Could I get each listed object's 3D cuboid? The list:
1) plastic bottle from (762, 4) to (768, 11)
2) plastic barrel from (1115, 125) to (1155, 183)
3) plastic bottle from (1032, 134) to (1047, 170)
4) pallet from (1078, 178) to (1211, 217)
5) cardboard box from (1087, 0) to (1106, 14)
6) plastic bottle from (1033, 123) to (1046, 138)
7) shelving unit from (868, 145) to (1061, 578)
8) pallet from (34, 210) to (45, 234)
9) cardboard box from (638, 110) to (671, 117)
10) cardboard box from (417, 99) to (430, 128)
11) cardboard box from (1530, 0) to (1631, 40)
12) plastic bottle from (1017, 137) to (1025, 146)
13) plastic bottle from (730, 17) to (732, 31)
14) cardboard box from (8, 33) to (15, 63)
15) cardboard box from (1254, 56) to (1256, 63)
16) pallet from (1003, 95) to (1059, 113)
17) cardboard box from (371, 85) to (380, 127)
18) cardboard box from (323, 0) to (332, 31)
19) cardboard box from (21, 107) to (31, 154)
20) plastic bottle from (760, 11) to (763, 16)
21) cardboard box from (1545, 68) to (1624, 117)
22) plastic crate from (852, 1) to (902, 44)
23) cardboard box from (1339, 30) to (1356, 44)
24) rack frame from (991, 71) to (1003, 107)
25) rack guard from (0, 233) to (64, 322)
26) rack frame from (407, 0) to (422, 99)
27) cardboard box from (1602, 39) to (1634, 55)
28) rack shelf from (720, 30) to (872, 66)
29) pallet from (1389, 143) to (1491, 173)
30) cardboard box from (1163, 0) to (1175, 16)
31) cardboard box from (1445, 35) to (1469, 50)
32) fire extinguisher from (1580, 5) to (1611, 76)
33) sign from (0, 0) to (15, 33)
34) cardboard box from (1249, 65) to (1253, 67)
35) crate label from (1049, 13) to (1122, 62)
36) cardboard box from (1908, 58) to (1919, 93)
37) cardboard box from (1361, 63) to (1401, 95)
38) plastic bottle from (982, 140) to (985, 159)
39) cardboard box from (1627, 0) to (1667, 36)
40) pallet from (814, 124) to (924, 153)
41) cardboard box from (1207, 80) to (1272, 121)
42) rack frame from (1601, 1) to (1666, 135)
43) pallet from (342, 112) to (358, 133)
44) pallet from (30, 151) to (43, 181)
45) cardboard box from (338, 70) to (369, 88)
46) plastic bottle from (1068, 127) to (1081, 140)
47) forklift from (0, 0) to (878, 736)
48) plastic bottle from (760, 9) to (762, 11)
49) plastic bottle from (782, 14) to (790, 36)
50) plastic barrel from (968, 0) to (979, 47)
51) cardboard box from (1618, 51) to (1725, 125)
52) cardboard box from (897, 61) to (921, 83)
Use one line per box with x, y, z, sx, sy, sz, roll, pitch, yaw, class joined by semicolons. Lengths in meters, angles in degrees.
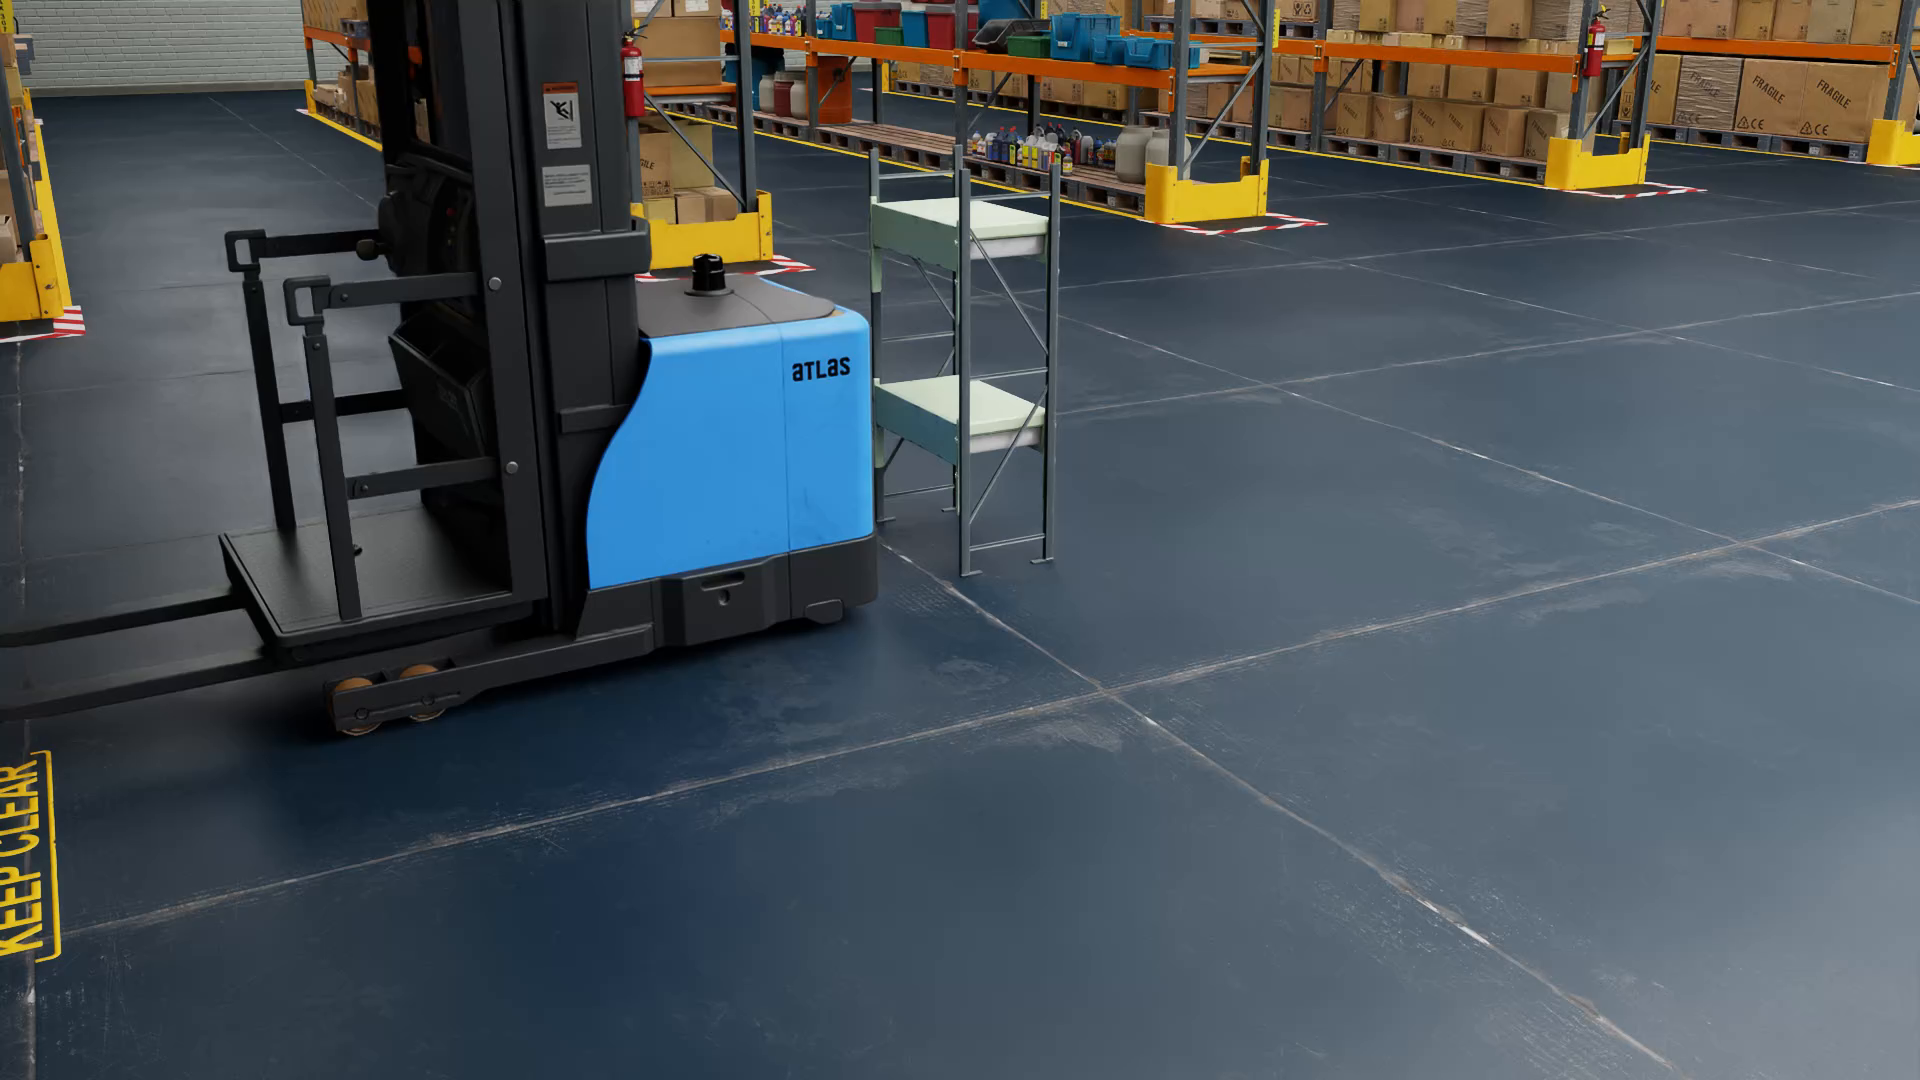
-2.786;-7.530;23.930;0.144;0.351;0.185;-10;21;-27;plastic bottle
1.697;-3.687;15.888;0.421;0.512;0.421;0;19;0;plastic barrel
0.813;-3.922;16.786;0.144;0.351;0.185;-9;21;-24;plastic bottle
1.856;-3.274;15.796;1.003;0.211;1.213;-10;21;-27;pallet
2.191;-7.702;24.200;0.500;0.500;0.500;-10;22;-27;cardboard box
0.848;-4.285;17.838;0.144;0.351;0.185;-10;21;-27;plastic bottle
0.003;-0.707;6.381;0.431;1.500;0.755;-10;21;-27;shelving unit
-7.953;-2.452;13.413;1.003;0.211;1.213;-10;21;-27;pallet
-2.815;-3.450;14.453;0.500;0.500;0.500;-10;21;-27;cardboard box
-5.855;-4.842;18.777;0.500;0.311;0.500;-9;21;-25;cardboard box
6.437;-5.461;17.249;0.875;0.500;0.500;-10;21;-27;cardboard box
0.626;-4.024;17.202;0.097;0.271;0.097;0;19;0;plastic bottle
-3.202;-7.304;23.505;0.097;0.201;0.097;0;19;0;plastic bottle
-6.592;-3.429;11.020;0.500;0.500;0.500;-10;21;-27;cardboard box
5.407;-8.558;29.649;0.380;0.149;0.250;-9;21;-24;cardboard box
1.408;-7.028;26.674;1.003;0.211;1.213;-10;21;-27;pallet
-7.235;-5.576;21.350;0.500;0.500;0.500;-10;21;-26;cardboard box
-8.700;-7.468;23.523;0.500;0.500;0.500;-9;21;-25;cardboard box
-10.436;-4.519;17.782;0.750;0.750;0.750;-10;22;-27;cardboard box
-2.692;-7.064;22.683;0.061;0.283;0.133;-10;21;-27;plastic bottle
8.814;-6.298;23.089;1.050;0.750;0.750;-10;21;-27;cardboard box
-0.986;-6.159;19.784;0.402;0.464;0.583;-10;21;-27;plastic crate
4.719;-5.958;19.685;0.380;0.149;0.250;-10;21;-27;cardboard box
0.976;-8.556;26.827;1.000;3.000;0.127;-10;21;-27;rack frame
-6.440;-1.649;10.645;1.175;0.500;0.348;-10;21;-27;rack guard
-5.845;-5.874;19.056;1.000;3.000;0.127;-10;21;-27;rack frame
6.748;-5.111;17.229;0.380;0.149;0.250;-10;21;-27;cardboard box
-2.434;-6.874;23.058;1.077;0.370;4.000;-10;21;-27;rack shelf
5.708;-4.403;19.068;1.003;0.211;1.213;-10;21;-27;pallet
3.167;-7.504;22.984;0.500;0.500;0.500;-13;23;-33;cardboard box
5.552;-5.456;18.230;0.380;0.149;0.250;-10;21;-27;cardboard box
6.323;-4.970;16.555;0.296;0.674;0.183;-10;21;-27;fire extinguisher
-5.926;-3.302;10.276;0.100;0.325;0.005;-10;21;-27;sign
4.959;-8.328;29.437;0.380;0.149;0.250;-10;21;-26;cardboard box
1.203;-4.847;16.025;0.502;0.435;0.616;-10;21;-27;crate label
13.803;-6.684;23.826;0.500;0.500;0.500;-9;21;-24;cardboard box
6.746;-7.312;26.411;0.500;0.500;0.500;-10;21;-27;cardboard box
0.278;-4.159;17.702;0.097;0.201;0.097;0;19;0;plastic bottle
9.373;-6.965;21.988;0.875;0.550;0.550;-10;21;-27;cardboard box
-1.150;-5.094;21.069;1.003;0.211;1.213;-10;21;-27;pallet
3.761;-5.926;22.363;0.700;0.500;0.500;-8;21;-22;cardboard box
9.188;-6.998;22.314;1.000;3.000;0.127;-10;21;-27;rack frame
-8.070;-5.901;23.410;1.003;0.211;1.213;-10;21;-27;pallet
-10.511;-4.026;17.974;1.003;0.211;1.213;-10;21;-27;pallet
-8.641;-6.589;24.280;0.797;0.503;0.637;-10;21;-27;cardboard box
1.220;-4.160;17.474;0.144;0.351;0.185;-10;21;-27;plastic bottle
-1.814;-1.001;5.038;3.031;2.935;1.130;-11;22;-29;forklift
-2.912;-7.667;24.442;0.152;0.276;0.135;-10;21;-27;plastic bottle
-2.292;-6.788;21.900;0.097;0.271;0.097;0;19;0;plastic bottle
0.154;-5.865;18.821;0.433;0.535;0.433;0;19;0;plastic barrel
9.425;-6.001;22.038;0.875;0.875;0.875;-10;21;-26;cardboard box
-0.550;-8.727;29.937;0.875;0.875;0.875;-10;21;-27;cardboard box
